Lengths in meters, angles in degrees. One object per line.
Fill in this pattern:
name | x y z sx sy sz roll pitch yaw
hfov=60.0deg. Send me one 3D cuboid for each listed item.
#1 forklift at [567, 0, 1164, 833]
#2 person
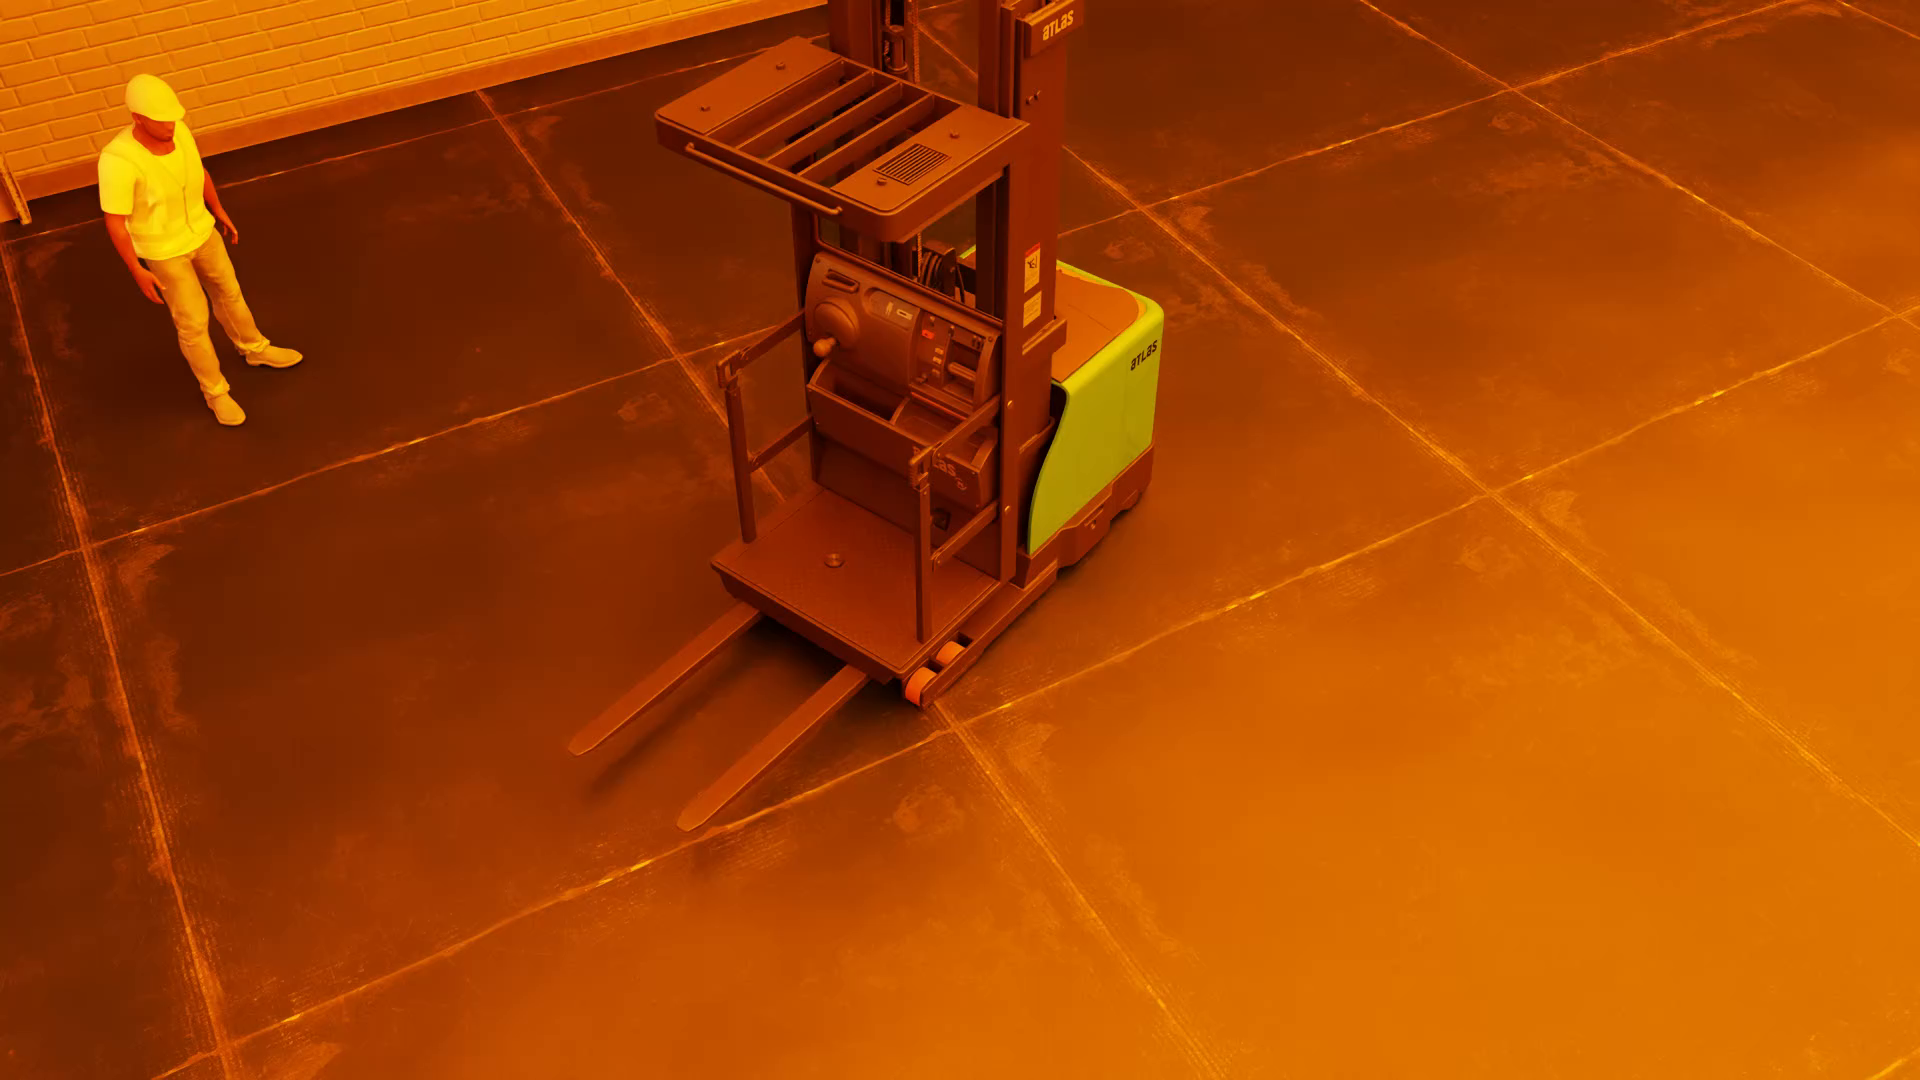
forklift | -0.375 -0.749 6.505 1.130 2.935 3.031 28 50 27
person | -3.767 -1.443 8.113 0.470 1.766 0.677 15 45 16
